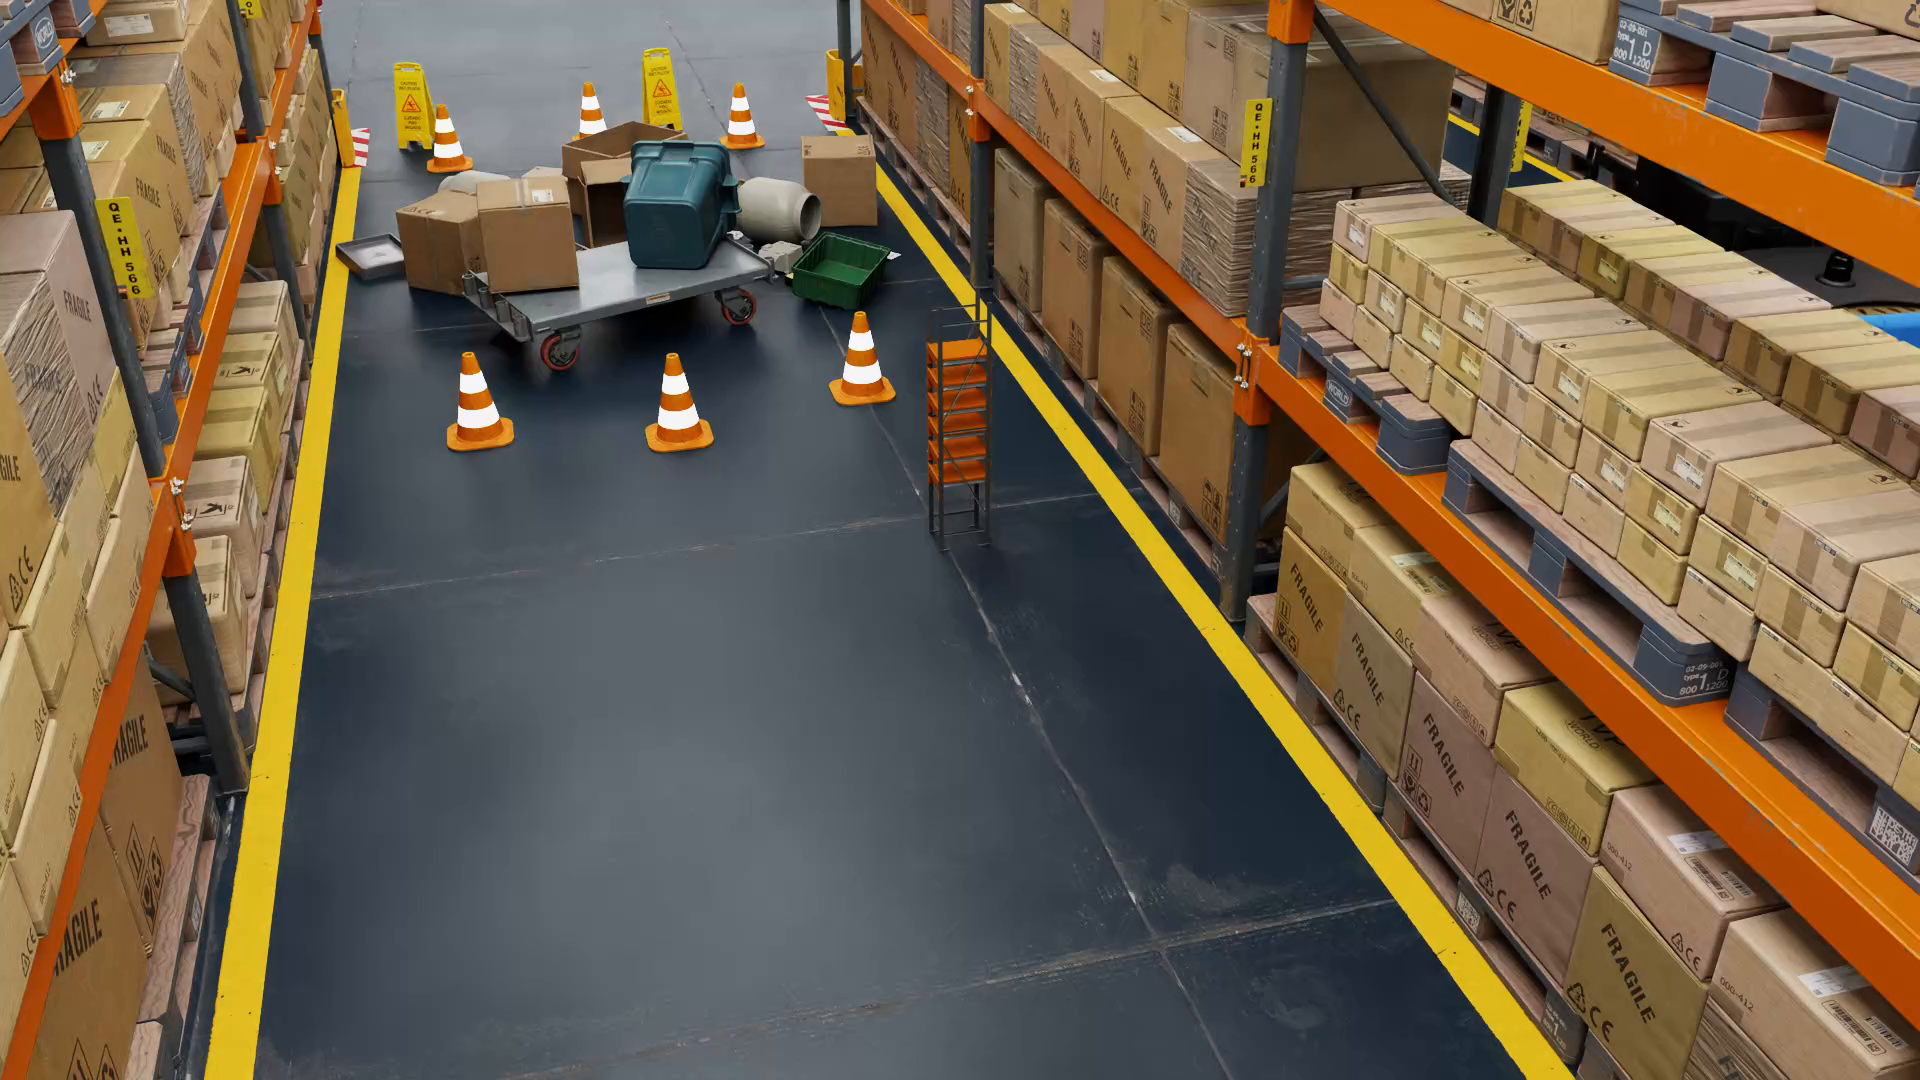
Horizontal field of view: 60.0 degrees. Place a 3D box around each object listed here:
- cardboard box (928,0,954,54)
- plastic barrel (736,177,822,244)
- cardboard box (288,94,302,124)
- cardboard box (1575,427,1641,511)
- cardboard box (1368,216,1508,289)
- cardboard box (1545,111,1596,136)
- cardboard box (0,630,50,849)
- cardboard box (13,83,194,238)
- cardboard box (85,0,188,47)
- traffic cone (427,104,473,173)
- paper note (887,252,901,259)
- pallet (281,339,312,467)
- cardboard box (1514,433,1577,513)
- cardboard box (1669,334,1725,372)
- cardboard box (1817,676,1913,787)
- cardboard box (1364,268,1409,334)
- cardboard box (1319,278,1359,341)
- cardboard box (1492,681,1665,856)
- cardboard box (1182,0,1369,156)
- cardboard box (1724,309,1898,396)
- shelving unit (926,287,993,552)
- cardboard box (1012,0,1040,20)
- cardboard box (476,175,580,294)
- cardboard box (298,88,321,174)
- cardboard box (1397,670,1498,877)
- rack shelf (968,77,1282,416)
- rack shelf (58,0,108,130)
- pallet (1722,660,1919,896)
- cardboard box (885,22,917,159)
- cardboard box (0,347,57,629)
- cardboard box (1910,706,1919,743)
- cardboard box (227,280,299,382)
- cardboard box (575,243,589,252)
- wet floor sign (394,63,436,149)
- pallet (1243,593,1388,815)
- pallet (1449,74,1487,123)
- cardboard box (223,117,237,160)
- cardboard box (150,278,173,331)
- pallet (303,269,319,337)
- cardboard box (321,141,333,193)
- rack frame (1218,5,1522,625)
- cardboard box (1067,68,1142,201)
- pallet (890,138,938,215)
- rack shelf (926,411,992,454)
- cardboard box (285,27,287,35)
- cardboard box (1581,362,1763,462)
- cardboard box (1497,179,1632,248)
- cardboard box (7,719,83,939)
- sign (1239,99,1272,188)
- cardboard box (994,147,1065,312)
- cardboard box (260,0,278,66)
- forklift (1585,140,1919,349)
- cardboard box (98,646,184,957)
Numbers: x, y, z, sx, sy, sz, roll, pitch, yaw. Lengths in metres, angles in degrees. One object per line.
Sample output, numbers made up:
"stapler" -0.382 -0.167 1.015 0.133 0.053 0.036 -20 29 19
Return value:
"cardboard box" 0.283 -3.469 10.599 0.875 0.550 0.550 -8 31 -13
"plastic barrel" -1.220 -2.193 11.117 0.512 0.421 0.421 13 32 21
"cardboard box" -4.269 -2.621 10.214 0.380 0.149 0.250 -6 31 -10
"cardboard box" 1.975 -0.223 4.675 0.380 0.149 0.250 -7 31 -11
"cardboard box" 1.632 -0.985 5.695 0.380 0.149 0.250 -9 31 -15
"cardboard box" 4.902 -3.439 12.773 0.500 0.500 0.500 -11 32 -18
"cardboard box" -2.317 0.466 3.602 0.500 0.250 0.500 -9 31 -15
"cardboard box" -3.312 -1.434 6.417 0.500 0.500 0.500 -7 31 -12
"cardboard box" -3.554 -2.239 7.160 0.380 0.149 0.250 -9 31 -15
"traffic cone" -3.889 -3.055 12.567 0.336 0.463 0.334 -8 31 -13
"paper note" -0.491 -1.884 10.974 0.142 0.020 0.147 19 35 29
"pallet" -3.977 -0.675 8.705 1.003 0.211 1.213 -8 31 -13
"cardboard box" 1.900 -0.223 4.972 0.380 0.149 0.250 -7 31 -13
"cardboard box" 2.467 -0.559 5.257 0.380 0.149 0.250 -8 31 -14
"cardboard box" 2.254 0.415 3.871 0.380 0.149 0.250 -8 31 -13
"cardboard box" 1.631 -0.843 5.747 0.380 0.149 0.250 -6 31 -11
"cardboard box" 1.546 -0.863 6.078 0.380 0.149 0.250 -8 31 -14
"cardboard box" 1.965 0.645 4.968 0.500 0.250 0.500 -9 31 -15
"cardboard box" 1.377 -1.971 7.063 0.700 0.500 0.500 -8 31 -14
"cardboard box" 2.535 -0.562 4.965 0.380 0.149 0.250 -6 31 -11
"shelving unit" -0.004 -0.526 7.462 0.258 1.200 0.189 -8 31 -13
"cardboard box" 0.698 -3.201 9.189 0.700 0.500 0.500 -8 31 -14
"cardboard box" -2.477 -1.755 9.526 0.500 0.500 0.500 -8 31 -13
"cardboard box" -4.514 -2.657 10.923 0.500 0.500 0.500 -9 31 -14
"cardboard box" 1.842 0.733 5.566 0.500 0.500 0.500 -9 31 -15
"rack shelf" 1.091 -1.687 8.389 1.077 0.370 4.000 -8 31 -13
"rack shelf" -3.654 -2.278 6.416 1.077 0.370 4.000 -8 31 -13
"pallet" 2.621 0.594 3.921 1.003 0.211 1.213 -8 31 -13
"cardboard box" -0.022 -3.415 12.358 0.875 0.875 0.875 -8 31 -14
"cardboard box" -2.465 -0.099 3.829 0.500 0.500 0.500 -8 31 -13
"cardboard box" 2.317 0.405 3.591 0.380 0.149 0.250 -8 31 -13
"cardboard box" -4.044 -1.049 8.772 0.950 0.372 0.625 -7 31 -13
"cardboard box" -2.332 -1.753 10.514 0.396 0.266 0.258 19 35 29
"wet floor sign" -4.266 -3.404 12.988 0.267 0.644 0.232 2 30 4
"pallet" 1.828 0.552 6.586 1.003 0.211 1.213 -8 31 -13
"pallet" 4.509 -3.866 14.219 1.003 0.211 1.213 -8 31 -13
"cardboard box" -3.626 -1.869 7.817 0.380 0.149 0.250 -8 31 -14
"cardboard box" -3.101 -0.860 6.072 0.380 0.149 0.250 -10 31 -16
"pallet" -4.398 -1.370 9.907 1.003 0.211 1.213 -8 31 -13
"cardboard box" -4.643 -2.575 11.530 0.500 0.250 0.500 -8 31 -13
"rack frame" 1.622 -1.033 6.540 1.000 3.000 0.127 -8 31 -13
"cardboard box" 0.840 -1.987 8.089 0.500 0.500 0.500 -7 31 -13
"pallet" 0.107 -2.726 12.248 1.003 0.211 1.213 -8 31 -13
"rack shelf" -0.004 -0.488 7.484 0.258 0.103 0.180 -8 31 -13
"cardboard box" -4.384 -3.081 10.329 0.380 0.149 0.250 -8 31 -13
"cardboard box" 1.971 -0.359 4.613 0.380 0.149 0.250 -8 31 -14
"cardboard box" 2.194 -1.187 6.045 0.380 0.149 0.250 -9 31 -15
"cardboard box" -2.307 0.682 3.728 0.500 0.250 0.500 -8 31 -14
"sign" 1.088 -1.458 6.119 0.100 0.325 0.005 -8 31 -13
"cardboard box" 0.812 -1.885 9.838 1.050 0.750 0.750 -8 31 -14
"cardboard box" -4.189 -2.918 9.401 0.500 0.500 0.500 -8 31 -13
"forklift" 3.817 -2.045 8.357 1.130 2.935 3.031 -5 30 -8
"cardboard box" -3.020 0.757 5.150 0.875 0.875 0.875 -8 31 -14
